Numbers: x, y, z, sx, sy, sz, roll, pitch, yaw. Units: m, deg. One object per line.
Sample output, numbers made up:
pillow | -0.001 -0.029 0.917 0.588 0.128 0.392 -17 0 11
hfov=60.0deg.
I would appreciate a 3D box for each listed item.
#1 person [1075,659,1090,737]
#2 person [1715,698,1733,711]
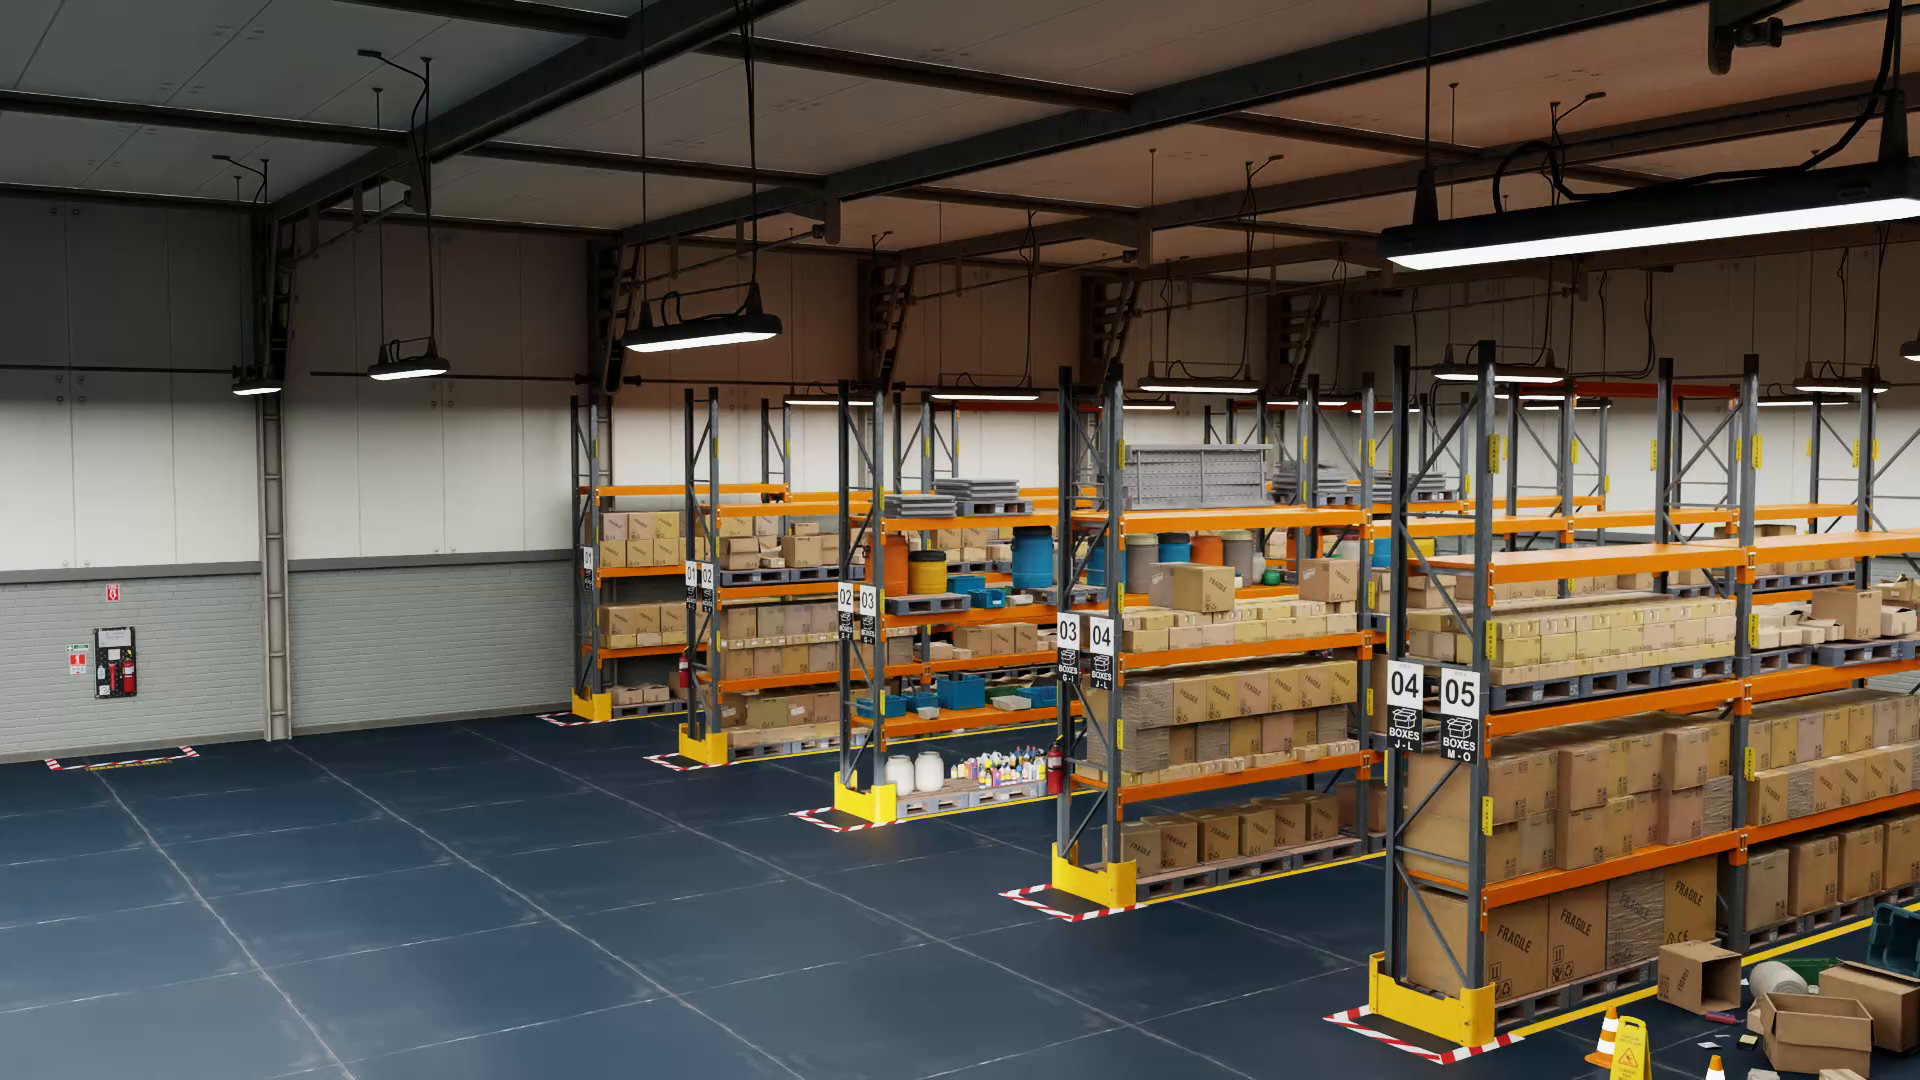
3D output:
person | 2.211 2.636 28.960 0.487 1.617 0.431 1 4 22
person | 10.451 2.918 22.782 0.384 1.792 0.562 1 4 23
